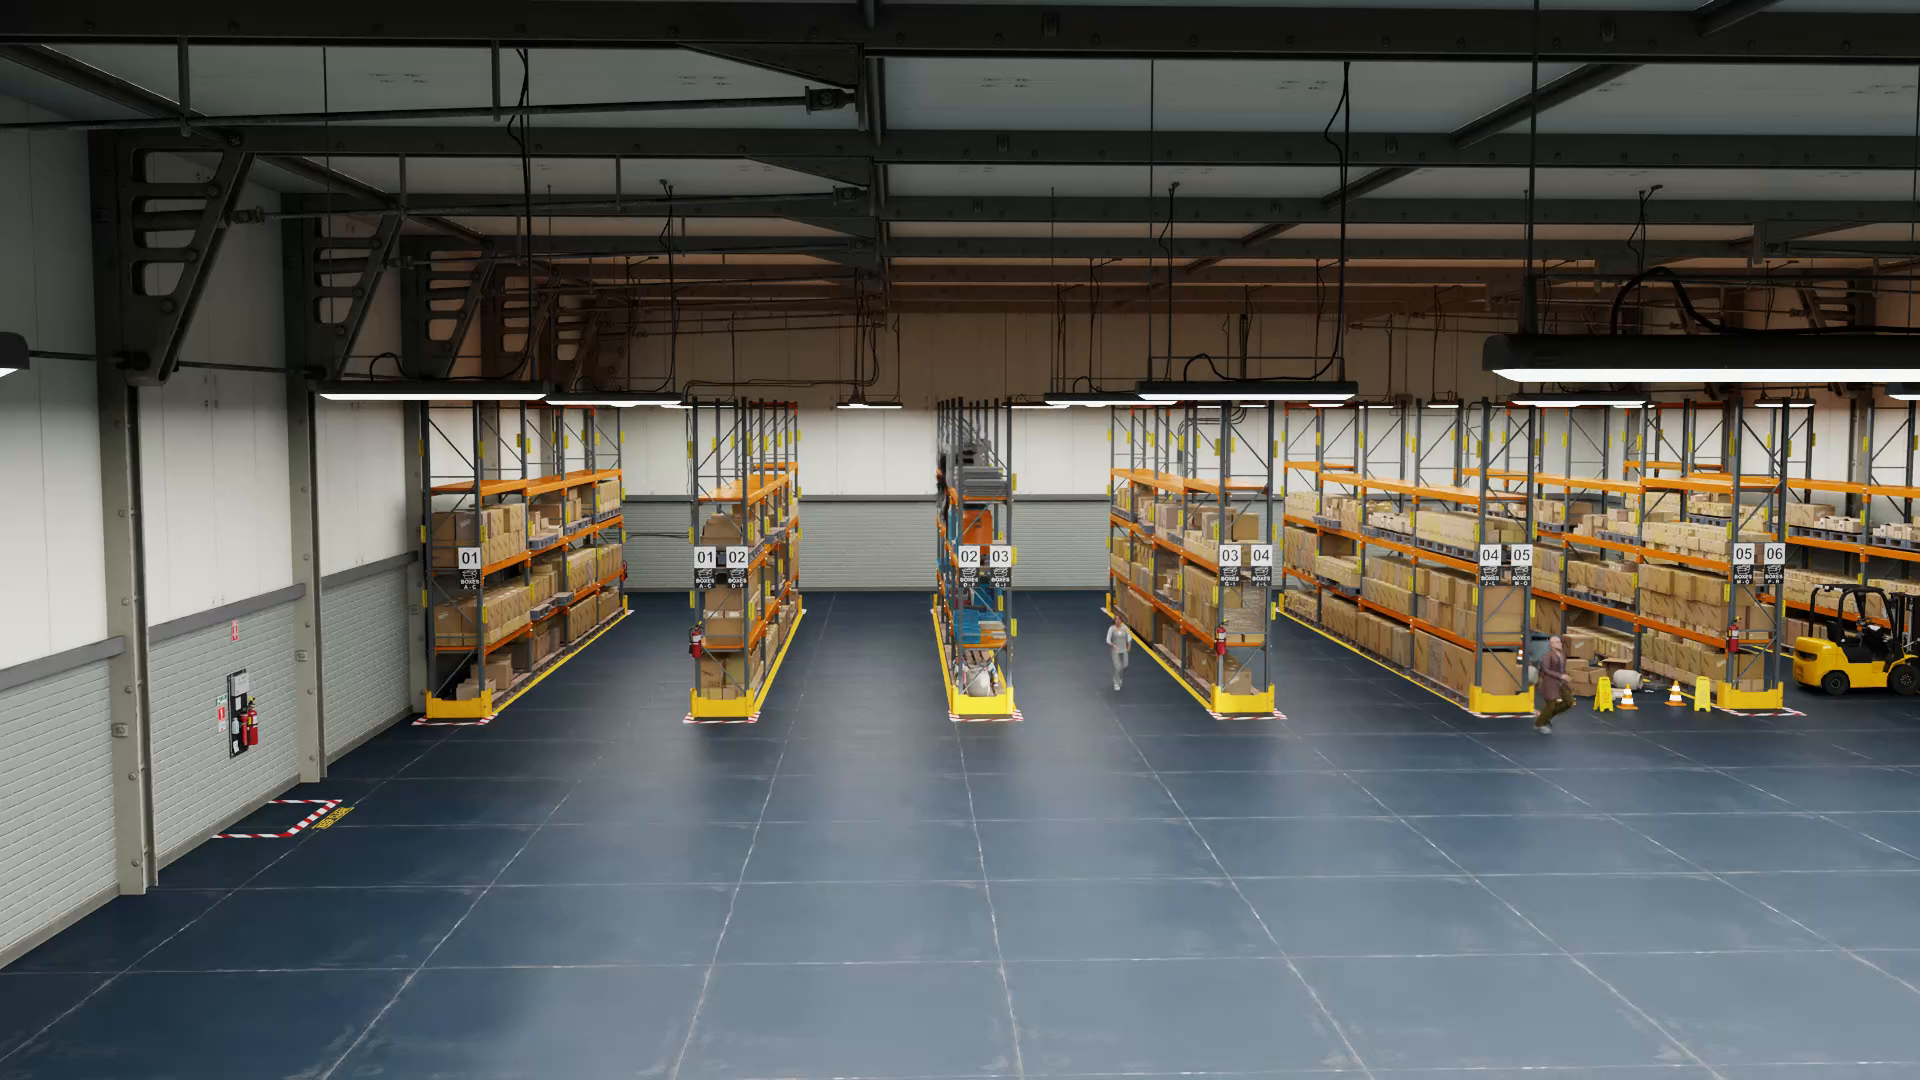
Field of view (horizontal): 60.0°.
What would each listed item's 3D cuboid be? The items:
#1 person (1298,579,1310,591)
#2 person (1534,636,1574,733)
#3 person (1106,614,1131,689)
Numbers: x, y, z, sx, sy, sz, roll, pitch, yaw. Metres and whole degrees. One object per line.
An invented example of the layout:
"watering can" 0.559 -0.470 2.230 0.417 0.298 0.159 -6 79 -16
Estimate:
"person" 10.087 1.143 48.807 0.540 1.620 0.600 -1 4 -11
"person" 10.599 2.573 29.556 0.730 1.737 0.780 -3 5 -33
"person" 3.277 2.307 34.151 0.553 1.558 0.541 0 4 -6
